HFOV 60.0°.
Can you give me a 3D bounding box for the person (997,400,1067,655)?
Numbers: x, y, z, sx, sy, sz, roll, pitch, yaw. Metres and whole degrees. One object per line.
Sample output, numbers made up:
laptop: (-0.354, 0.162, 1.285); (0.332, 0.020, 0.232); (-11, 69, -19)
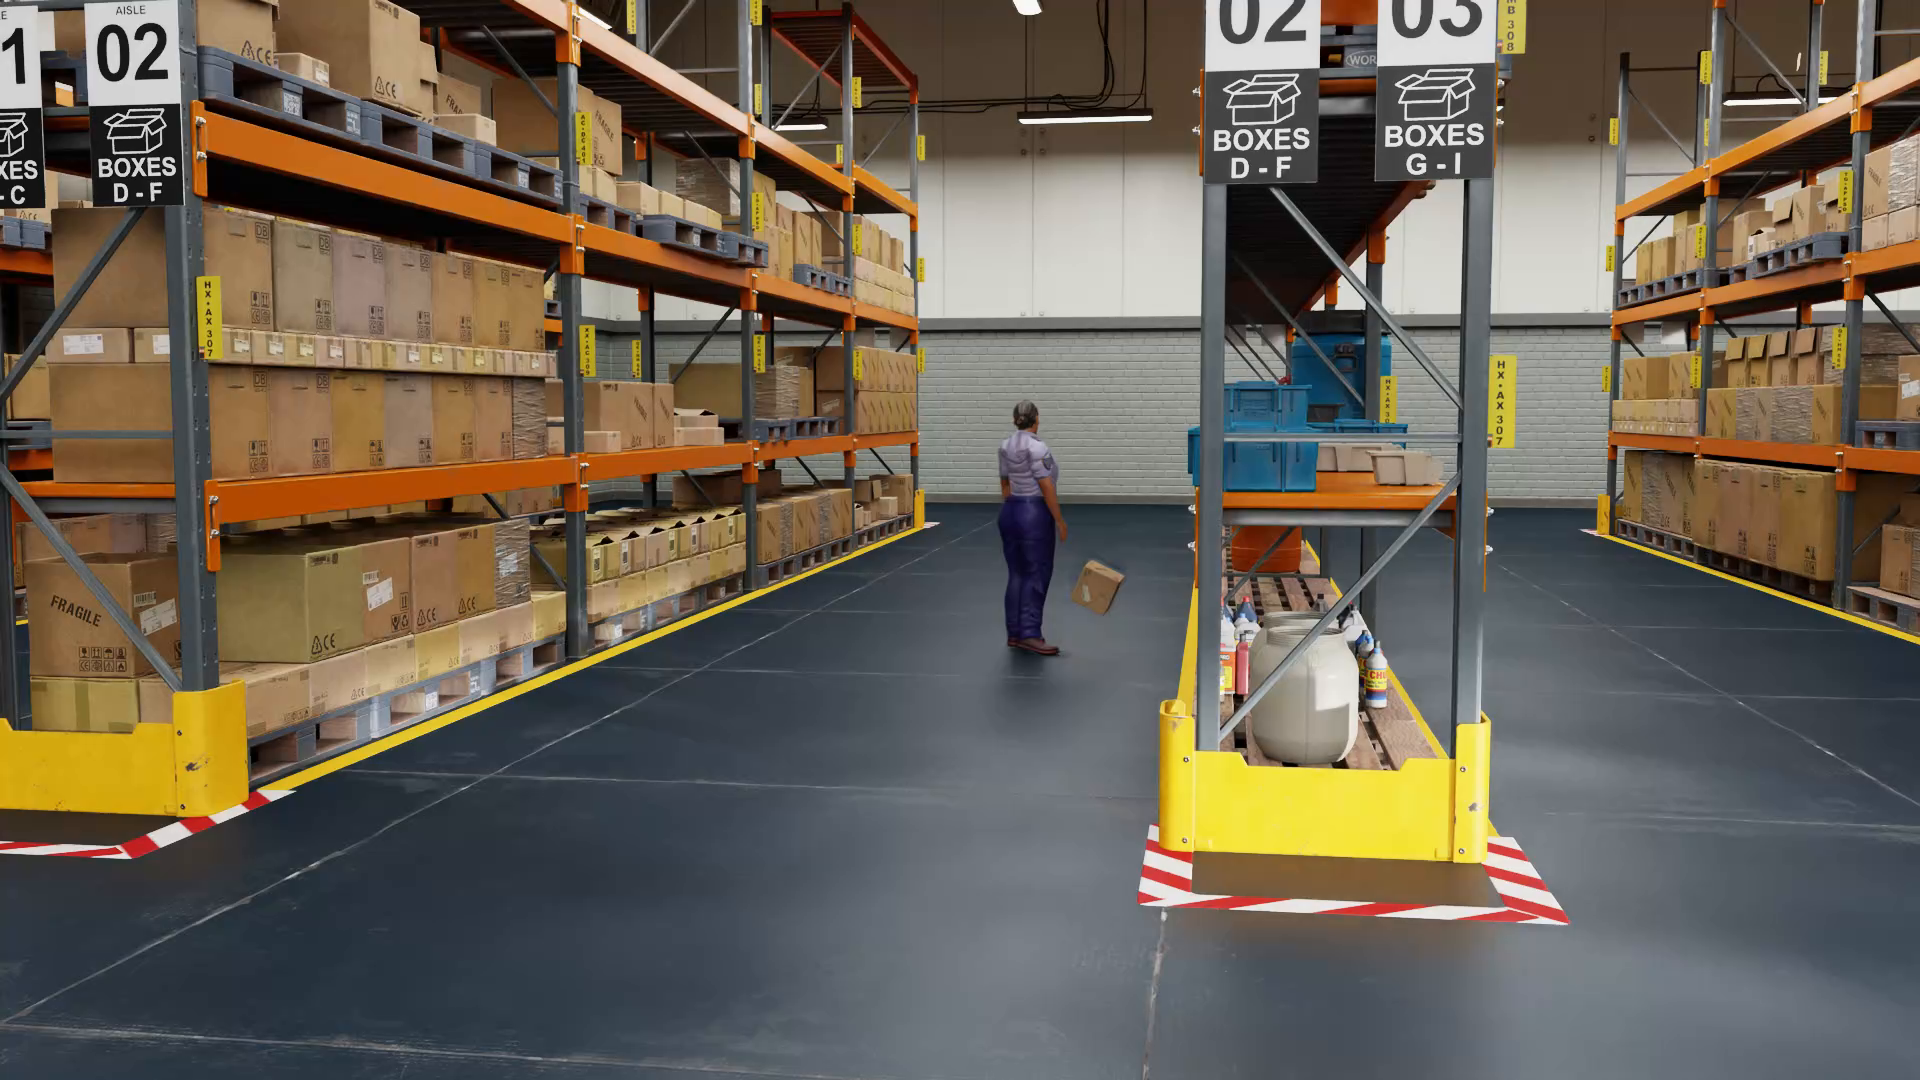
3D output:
person: (0.490, -0.098, 11.053); (0.369, 1.656, 0.614); (-3, 5, -32)
